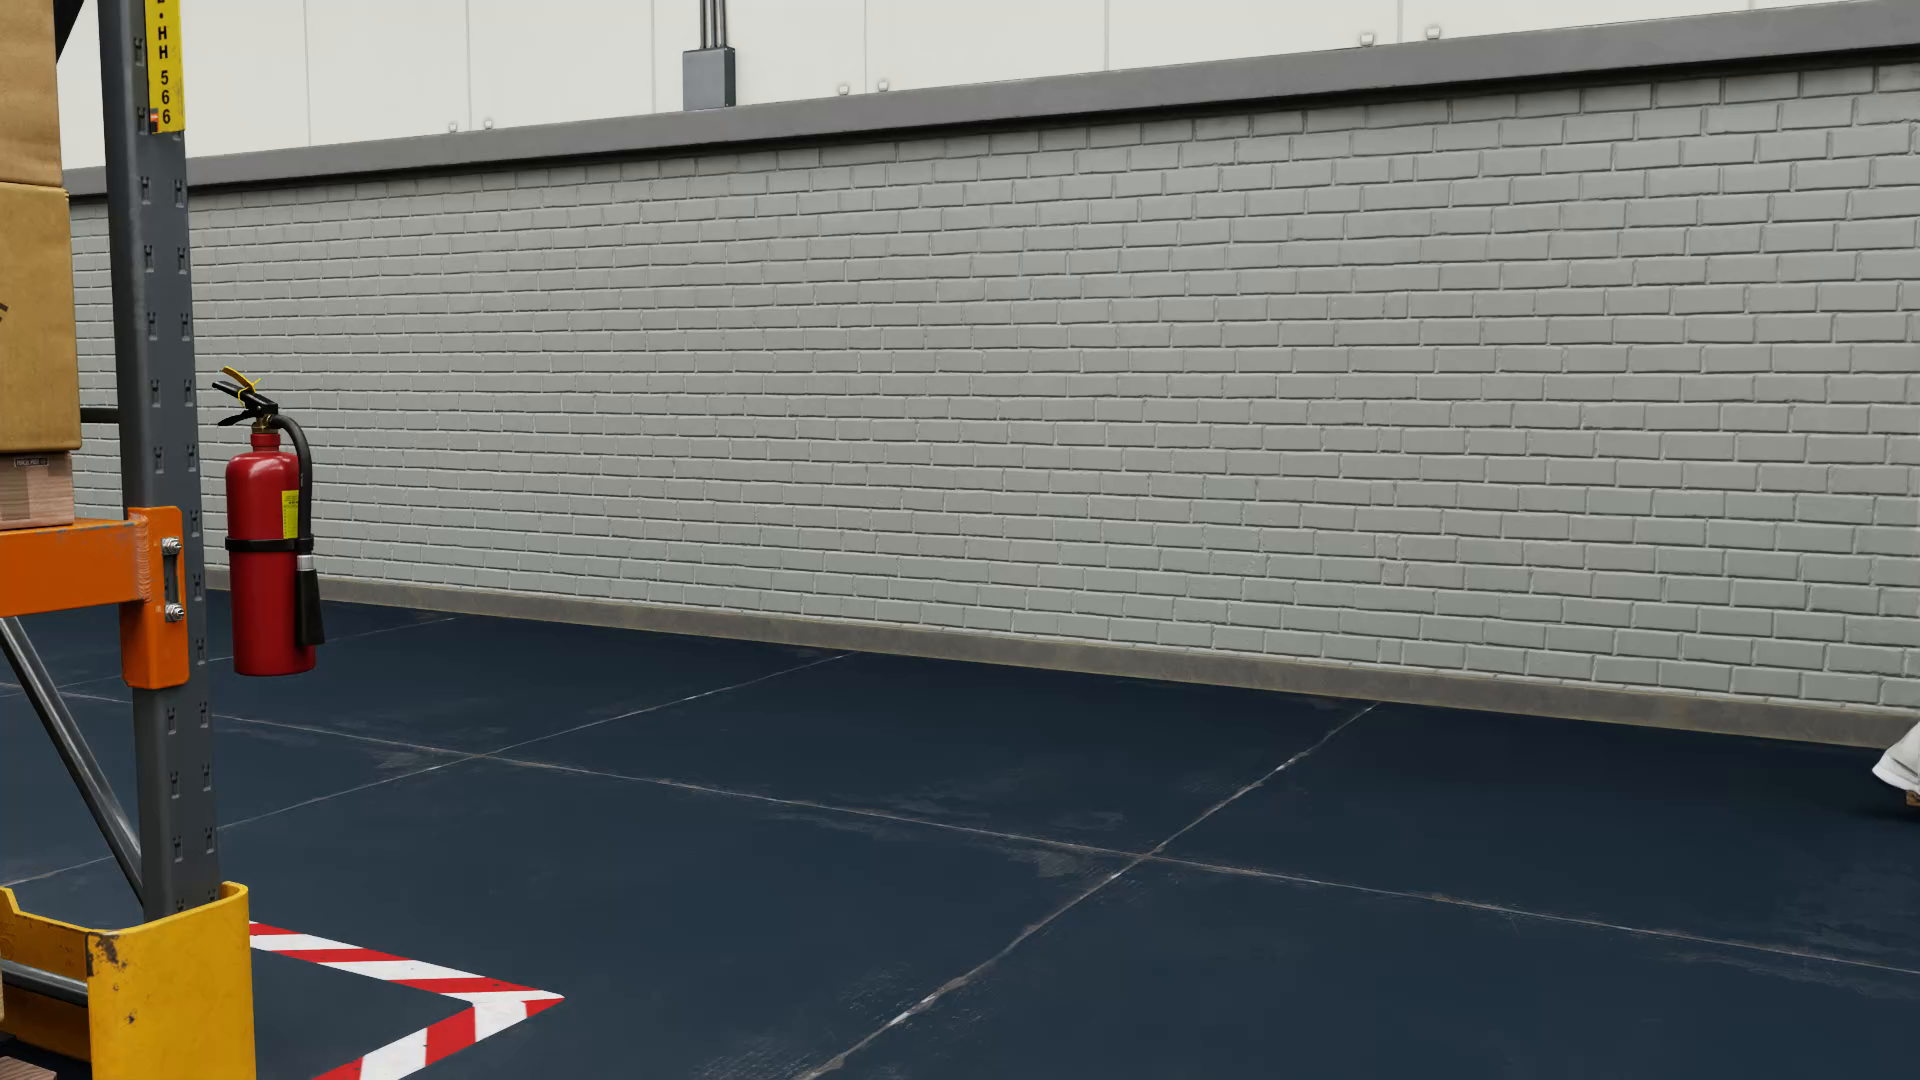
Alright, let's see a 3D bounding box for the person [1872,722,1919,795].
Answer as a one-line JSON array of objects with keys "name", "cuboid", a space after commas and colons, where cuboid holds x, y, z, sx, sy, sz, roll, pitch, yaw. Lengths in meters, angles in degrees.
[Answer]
[{"name": "person", "cuboid": [3.813, 0.133, 5.755, 1.102, 1.732, 0.568, 2, 6, 23]}]
